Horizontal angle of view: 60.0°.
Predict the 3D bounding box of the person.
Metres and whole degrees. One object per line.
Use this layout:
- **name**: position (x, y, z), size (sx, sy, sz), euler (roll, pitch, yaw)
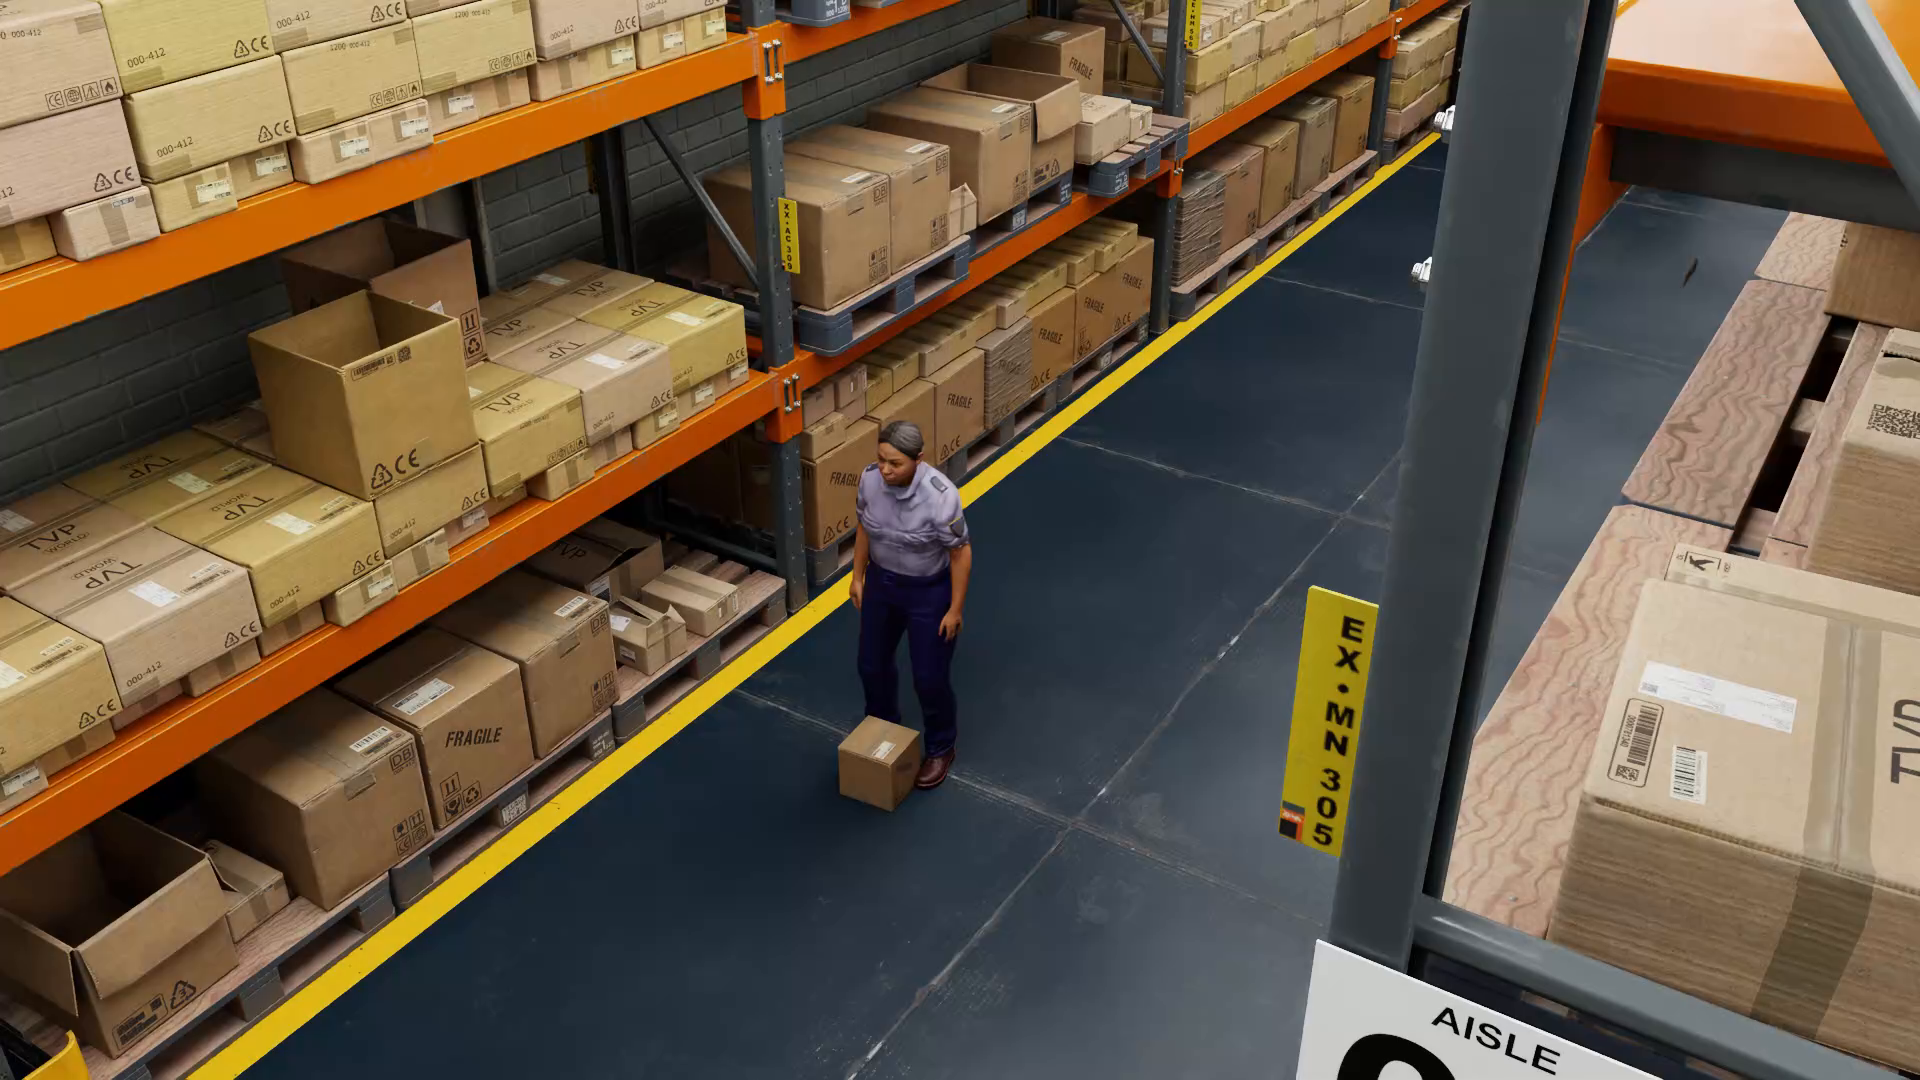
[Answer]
- **person**: position (-0.212, 0.225, 6.760), size (0.549, 1.651, 0.367), euler (17, 35, 27)
